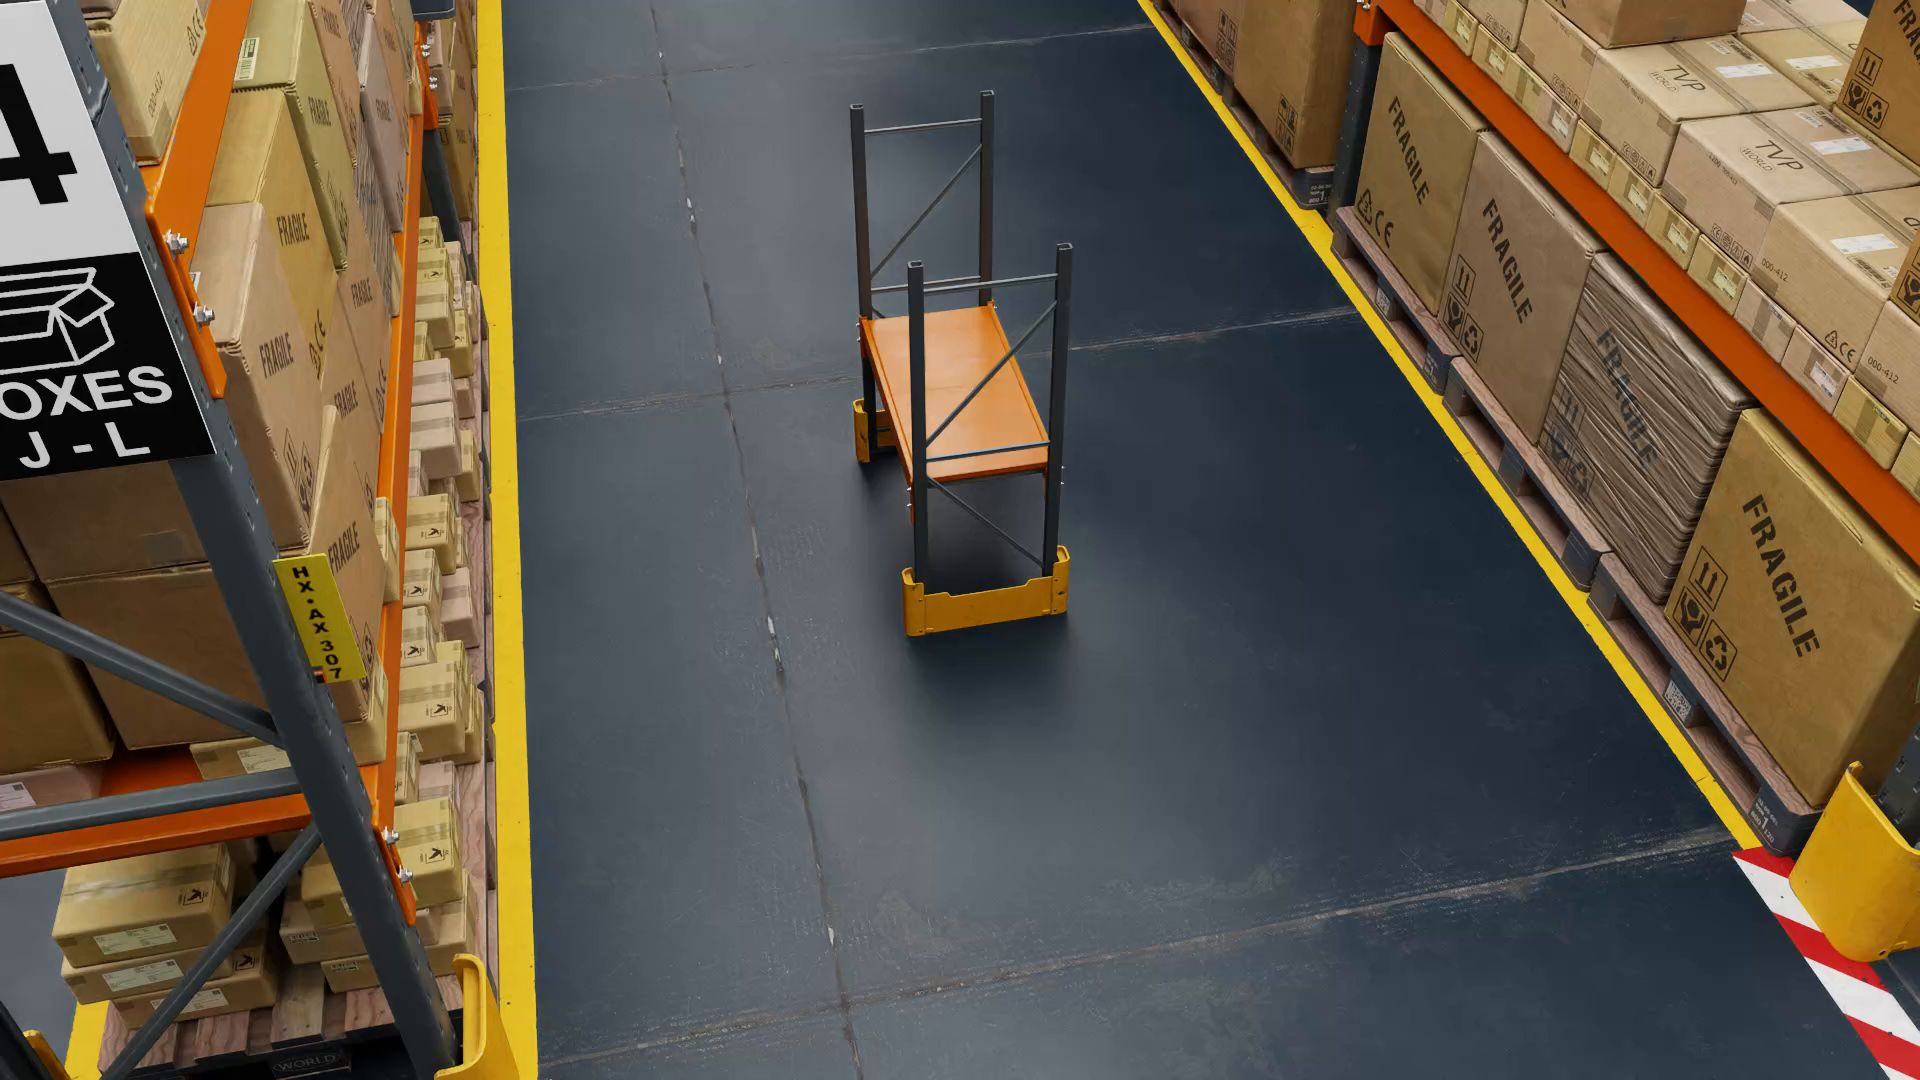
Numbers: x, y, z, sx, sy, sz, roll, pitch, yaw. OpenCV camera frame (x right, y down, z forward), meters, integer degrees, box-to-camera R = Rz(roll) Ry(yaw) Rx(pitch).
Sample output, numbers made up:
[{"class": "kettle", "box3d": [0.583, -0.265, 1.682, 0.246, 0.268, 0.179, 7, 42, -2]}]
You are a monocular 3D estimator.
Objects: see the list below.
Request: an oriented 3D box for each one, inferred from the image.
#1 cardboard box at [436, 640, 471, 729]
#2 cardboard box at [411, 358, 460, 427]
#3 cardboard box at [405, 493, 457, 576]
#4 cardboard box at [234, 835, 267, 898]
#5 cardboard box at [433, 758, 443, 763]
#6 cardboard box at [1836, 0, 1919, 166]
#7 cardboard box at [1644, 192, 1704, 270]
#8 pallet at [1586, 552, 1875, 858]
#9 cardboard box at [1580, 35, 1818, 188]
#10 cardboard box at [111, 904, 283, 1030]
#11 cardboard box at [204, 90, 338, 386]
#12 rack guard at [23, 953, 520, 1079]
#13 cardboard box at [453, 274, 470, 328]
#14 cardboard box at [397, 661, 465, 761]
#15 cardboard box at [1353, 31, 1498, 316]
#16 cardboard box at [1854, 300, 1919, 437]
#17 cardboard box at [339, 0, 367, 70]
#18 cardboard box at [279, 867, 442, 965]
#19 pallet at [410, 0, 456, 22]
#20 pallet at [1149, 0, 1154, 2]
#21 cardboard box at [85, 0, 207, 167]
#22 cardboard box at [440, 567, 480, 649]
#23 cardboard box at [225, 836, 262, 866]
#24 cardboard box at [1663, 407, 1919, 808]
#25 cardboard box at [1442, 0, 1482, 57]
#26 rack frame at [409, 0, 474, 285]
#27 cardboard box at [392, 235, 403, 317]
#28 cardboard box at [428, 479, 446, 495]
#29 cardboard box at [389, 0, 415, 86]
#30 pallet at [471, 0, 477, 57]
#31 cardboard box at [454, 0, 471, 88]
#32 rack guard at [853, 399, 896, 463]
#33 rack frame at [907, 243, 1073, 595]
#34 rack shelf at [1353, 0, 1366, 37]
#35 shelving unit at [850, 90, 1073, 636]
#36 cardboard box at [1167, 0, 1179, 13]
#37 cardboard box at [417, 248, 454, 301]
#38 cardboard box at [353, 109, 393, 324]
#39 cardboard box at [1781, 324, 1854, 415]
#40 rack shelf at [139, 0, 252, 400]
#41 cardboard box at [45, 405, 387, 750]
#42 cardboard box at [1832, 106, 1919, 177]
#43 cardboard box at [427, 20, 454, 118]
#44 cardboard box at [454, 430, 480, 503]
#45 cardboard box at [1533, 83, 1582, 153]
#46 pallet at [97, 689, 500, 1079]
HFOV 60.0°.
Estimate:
[{"class": "cardboard box", "box3d": [-1.704, 0.464, 5.075, 0.380, 0.149, 0.250, -7, 42, -8]}, {"class": "cardboard box", "box3d": [-1.998, -0.495, 5.931, 0.380, 0.149, 0.250, -10, 43, -11]}, {"class": "cardboard box", "box3d": [-1.833, 0.004, 5.369, 0.380, 0.149, 0.250, -8, 42, -9]}, {"class": "cardboard box", "box3d": [-2.145, 0.876, 4.611, 0.380, 0.149, 0.250, -9, 42, -10]}, {"class": "cardboard box", "box3d": [-1.746, 0.762, 4.963, 0.380, 0.149, 0.250, -8, 42, -9]}, {"class": "cardboard box", "box3d": [3.051, -1.434, 4.930, 0.500, 0.500, 0.500, -9, 42, -10]}, {"class": "cardboard box", "box3d": [2.440, -1.009, 5.316, 0.380, 0.149, 0.250, -8, 42, -9]}, {"class": "pallet", "box3d": [2.867, 0.447, 5.588, 1.003, 0.211, 1.213, -8, 42, -9]}, {"class": "cardboard box", "box3d": [2.417, -1.416, 5.475, 0.500, 0.250, 0.500, -8, 42, -9]}, {"class": "cardboard box", "box3d": [-2.066, 1.154, 4.522, 0.380, 0.149, 0.250, -8, 42, -9]}, {"class": "cardboard box", "box3d": [-1.701, -0.622, 3.638, 0.500, 0.500, 0.500, -7, 42, -8]}, {"class": "rack guard", "box3d": [-1.765, 1.442, 4.249, 1.175, 0.500, 0.348, -8, 42, -9]}, {"class": "cardboard box", "box3d": [-2.163, -0.907, 6.619, 0.380, 0.149, 0.250, -10, 43, -11]}, {"class": "cardboard box", "box3d": [-1.636, 0.511, 4.798, 0.380, 0.149, 0.250, -8, 42, -9]}, {"class": "cardboard box", "box3d": [2.317, -1.605, 7.083, 0.875, 0.875, 0.875, -8, 42, -9]}, {"class": "cardboard box", "box3d": [2.753, -0.420, 4.353, 0.500, 0.250, 0.500, -9, 42, -10]}, {"class": "cardboard box", "box3d": [-2.033, -1.625, 4.769, 0.500, 0.500, 0.500, -7, 42, -8]}, {"class": "cardboard box", "box3d": [-1.611, 0.977, 4.496, 0.380, 0.149, 0.250, -7, 42, -7]}, {"class": "pallet", "box3d": [-2.635, -2.481, 6.930, 1.003, 0.211, 1.213, -8, 42, -9]}, {"class": "pallet", "box3d": [1.486, -3.710, 10.271, 1.003, 0.211, 1.213, -8, 42, -9]}, {"class": "cardboard box", "box3d": [-1.596, -0.837, 2.787, 0.500, 0.250, 0.500, -7, 42, -8]}, {"class": "cardboard box", "box3d": [-1.811, 0.255, 5.535, 0.380, 0.149, 0.250, -10, 43, -11]}, {"class": "cardboard box", "box3d": [-2.108, 0.765, 4.512, 0.380, 0.149, 0.250, -8, 42, -8]}, {"class": "cardboard box", "box3d": [2.900, 0.145, 5.111, 0.875, 0.875, 0.875, -8, 42, -9]}, {"class": "cardboard box", "box3d": [2.106, -2.008, 6.441, 0.380, 0.149, 0.250, -7, 42, -8]}, {"class": "rack frame", "box3d": [-2.612, -2.037, 6.285, 1.000, 3.000, 0.127, -8, 42, -9]}, {"class": "cardboard box", "box3d": [-1.914, -0.788, 5.068, 0.380, 0.149, 0.250, -8, 42, -8]}, {"class": "cardboard box", "box3d": [-2.017, -0.220, 5.845, 0.380, 0.149, 0.250, -10, 43, -11]}, {"class": "cardboard box", "box3d": [-2.232, -1.912, 5.845, 0.500, 0.500, 0.500, -8, 42, -9]}, {"class": "pallet", "box3d": [-3.308, -3.080, 9.561, 1.003, 0.211, 1.213, -8, 42, -9]}, {"class": "cardboard box", "box3d": [-2.754, -2.456, 8.324, 0.500, 0.500, 0.500, -8, 42, -9]}, {"class": "rack guard", "box3d": [-0.124, -0.466, 6.586, 0.587, 0.250, 0.087, -8, 42, -9]}, {"class": "rack frame", "box3d": [0.091, -0.287, 5.443, 0.500, 1.500, 0.032, -8, 42, -9]}, {"class": "rack shelf", "box3d": [1.821, -3.709, 8.711, 1.077, 0.370, 4.000, -8, 42, -9]}, {"class": "shelving unit", "box3d": [-0.016, -0.610, 5.808, 0.587, 1.500, 1.083, -8, 42, -9]}, {"class": "cardboard box", "box3d": [1.703, -3.608, 9.339, 1.225, 0.875, 0.875, -8, 42, -9]}, {"class": "cardboard box", "box3d": [-2.187, -0.997, 6.497, 0.380, 0.149, 0.250, -8, 42, -9]}, {"class": "cardboard box", "box3d": [-1.925, -0.915, 4.722, 0.500, 0.500, 0.500, -9, 42, -10]}, {"class": "cardboard box", "box3d": [2.607, -0.511, 4.755, 0.380, 0.149, 0.250, -8, 42, -9]}, {"class": "rack shelf", "box3d": [-2.180, -1.593, 4.068, 1.077, 0.370, 4.000, -8, 42, -9]}, {"class": "cardboard box", "box3d": [-1.576, 0.077, 3.605, 0.500, 0.500, 0.500, -6, 42, -7]}, {"class": "cardboard box", "box3d": [3.053, -1.156, 5.182, 0.500, 0.250, 0.500, -10, 43, -11]}, {"class": "cardboard box", "box3d": [-2.513, -2.056, 7.309, 0.500, 0.250, 0.500, -10, 43, -11]}, {"class": "cardboard box", "box3d": [-1.971, -0.251, 6.105, 0.380, 0.149, 0.250, -8, 42, -9]}, {"class": "cardboard box", "box3d": [2.272, -1.509, 5.879, 0.380, 0.149, 0.250, -8, 42, -9]}, {"class": "pallet", "box3d": [-1.906, 1.018, 4.944, 1.003, 0.211, 1.213, -8, 42, -9]}]
